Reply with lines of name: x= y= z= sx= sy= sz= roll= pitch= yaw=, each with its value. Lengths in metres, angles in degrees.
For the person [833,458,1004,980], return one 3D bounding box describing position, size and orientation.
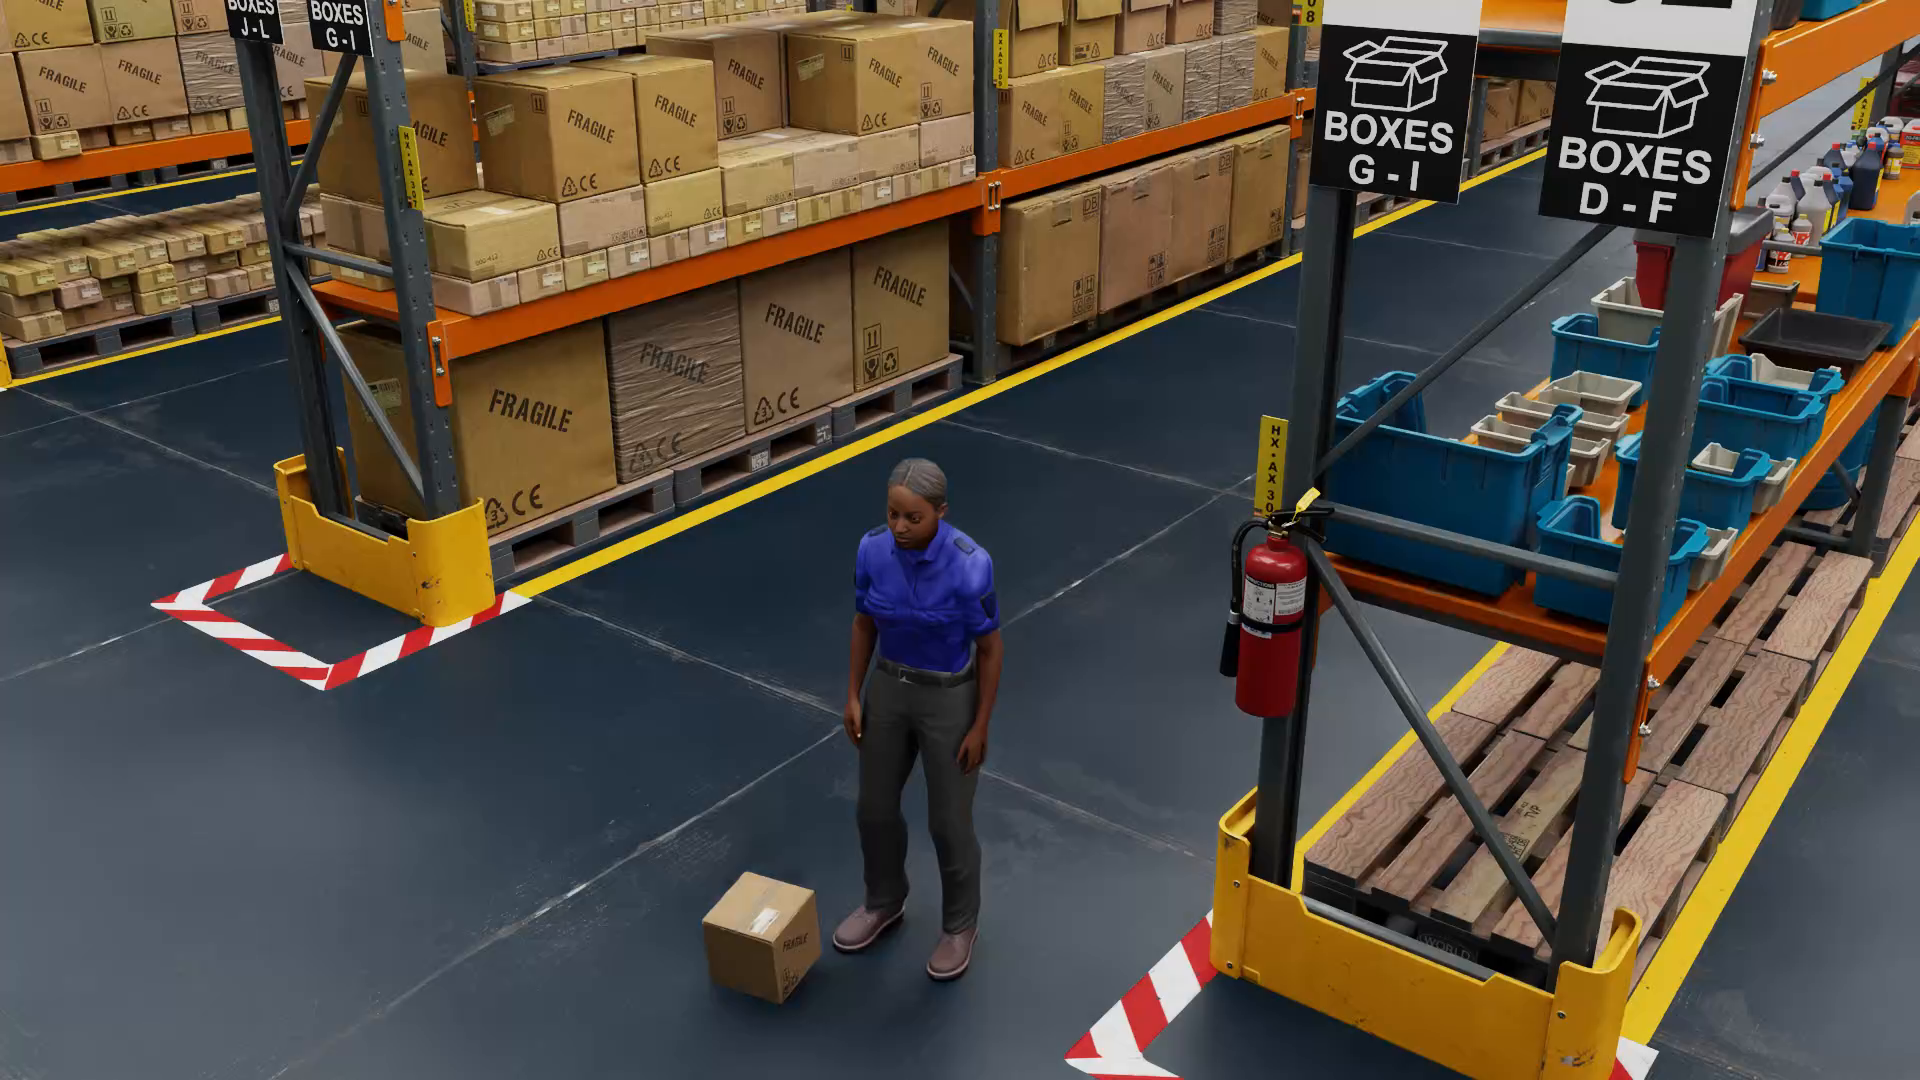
person: x=-0.123 y=0.509 z=4.942 sx=0.503 sy=1.656 sz=0.345 roll=11 pitch=26 yaw=23
